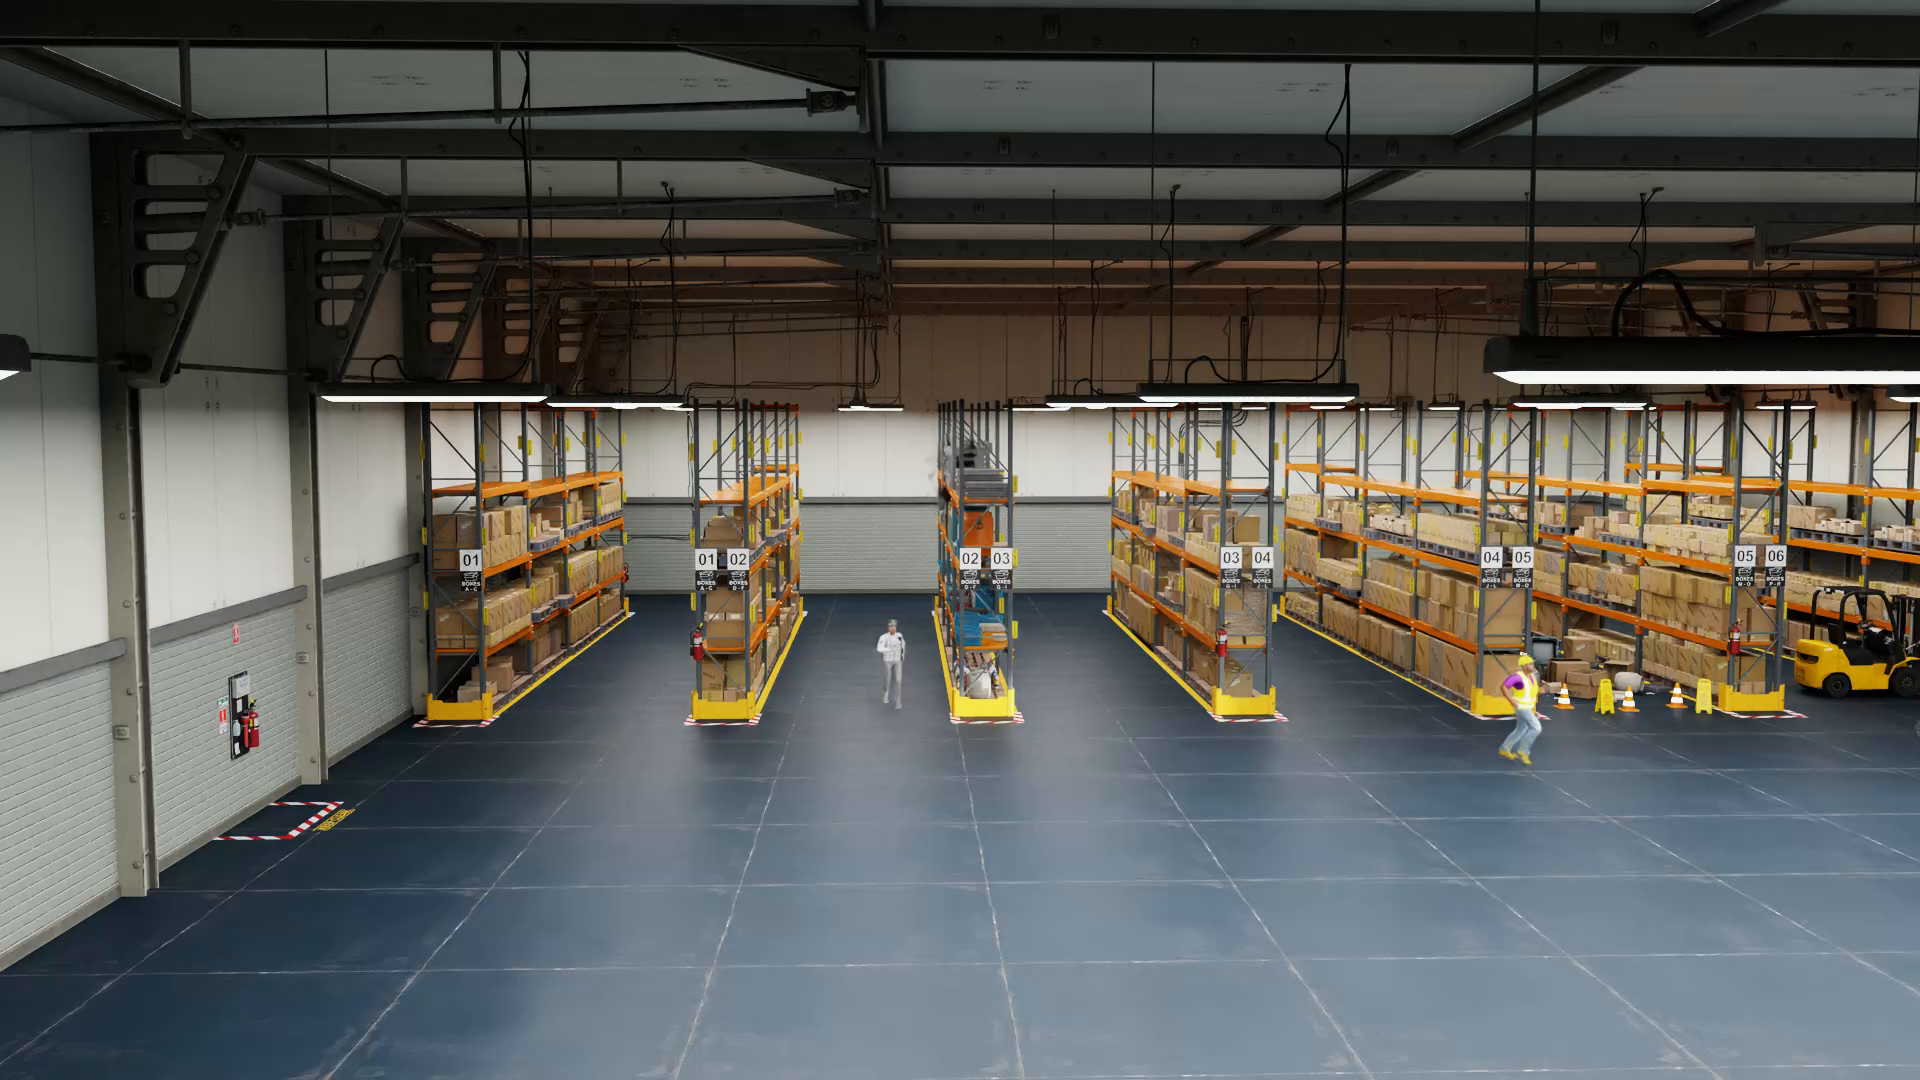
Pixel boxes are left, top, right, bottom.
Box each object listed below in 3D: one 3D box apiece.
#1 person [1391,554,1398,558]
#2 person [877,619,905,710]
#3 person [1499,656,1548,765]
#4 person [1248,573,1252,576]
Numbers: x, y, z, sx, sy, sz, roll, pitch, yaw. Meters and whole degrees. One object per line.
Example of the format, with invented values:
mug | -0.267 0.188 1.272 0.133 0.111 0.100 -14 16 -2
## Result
person | 12.975 1.201 49.224 0.855 1.594 0.514 0 4 0
person | -1.339 2.403 32.460 0.612 1.747 0.806 -1 4 -15
person | 9.238 2.789 27.304 0.747 1.795 0.682 3 6 39
person | 8.572 1.195 48.241 0.751 1.762 0.704 -3 5 -31
